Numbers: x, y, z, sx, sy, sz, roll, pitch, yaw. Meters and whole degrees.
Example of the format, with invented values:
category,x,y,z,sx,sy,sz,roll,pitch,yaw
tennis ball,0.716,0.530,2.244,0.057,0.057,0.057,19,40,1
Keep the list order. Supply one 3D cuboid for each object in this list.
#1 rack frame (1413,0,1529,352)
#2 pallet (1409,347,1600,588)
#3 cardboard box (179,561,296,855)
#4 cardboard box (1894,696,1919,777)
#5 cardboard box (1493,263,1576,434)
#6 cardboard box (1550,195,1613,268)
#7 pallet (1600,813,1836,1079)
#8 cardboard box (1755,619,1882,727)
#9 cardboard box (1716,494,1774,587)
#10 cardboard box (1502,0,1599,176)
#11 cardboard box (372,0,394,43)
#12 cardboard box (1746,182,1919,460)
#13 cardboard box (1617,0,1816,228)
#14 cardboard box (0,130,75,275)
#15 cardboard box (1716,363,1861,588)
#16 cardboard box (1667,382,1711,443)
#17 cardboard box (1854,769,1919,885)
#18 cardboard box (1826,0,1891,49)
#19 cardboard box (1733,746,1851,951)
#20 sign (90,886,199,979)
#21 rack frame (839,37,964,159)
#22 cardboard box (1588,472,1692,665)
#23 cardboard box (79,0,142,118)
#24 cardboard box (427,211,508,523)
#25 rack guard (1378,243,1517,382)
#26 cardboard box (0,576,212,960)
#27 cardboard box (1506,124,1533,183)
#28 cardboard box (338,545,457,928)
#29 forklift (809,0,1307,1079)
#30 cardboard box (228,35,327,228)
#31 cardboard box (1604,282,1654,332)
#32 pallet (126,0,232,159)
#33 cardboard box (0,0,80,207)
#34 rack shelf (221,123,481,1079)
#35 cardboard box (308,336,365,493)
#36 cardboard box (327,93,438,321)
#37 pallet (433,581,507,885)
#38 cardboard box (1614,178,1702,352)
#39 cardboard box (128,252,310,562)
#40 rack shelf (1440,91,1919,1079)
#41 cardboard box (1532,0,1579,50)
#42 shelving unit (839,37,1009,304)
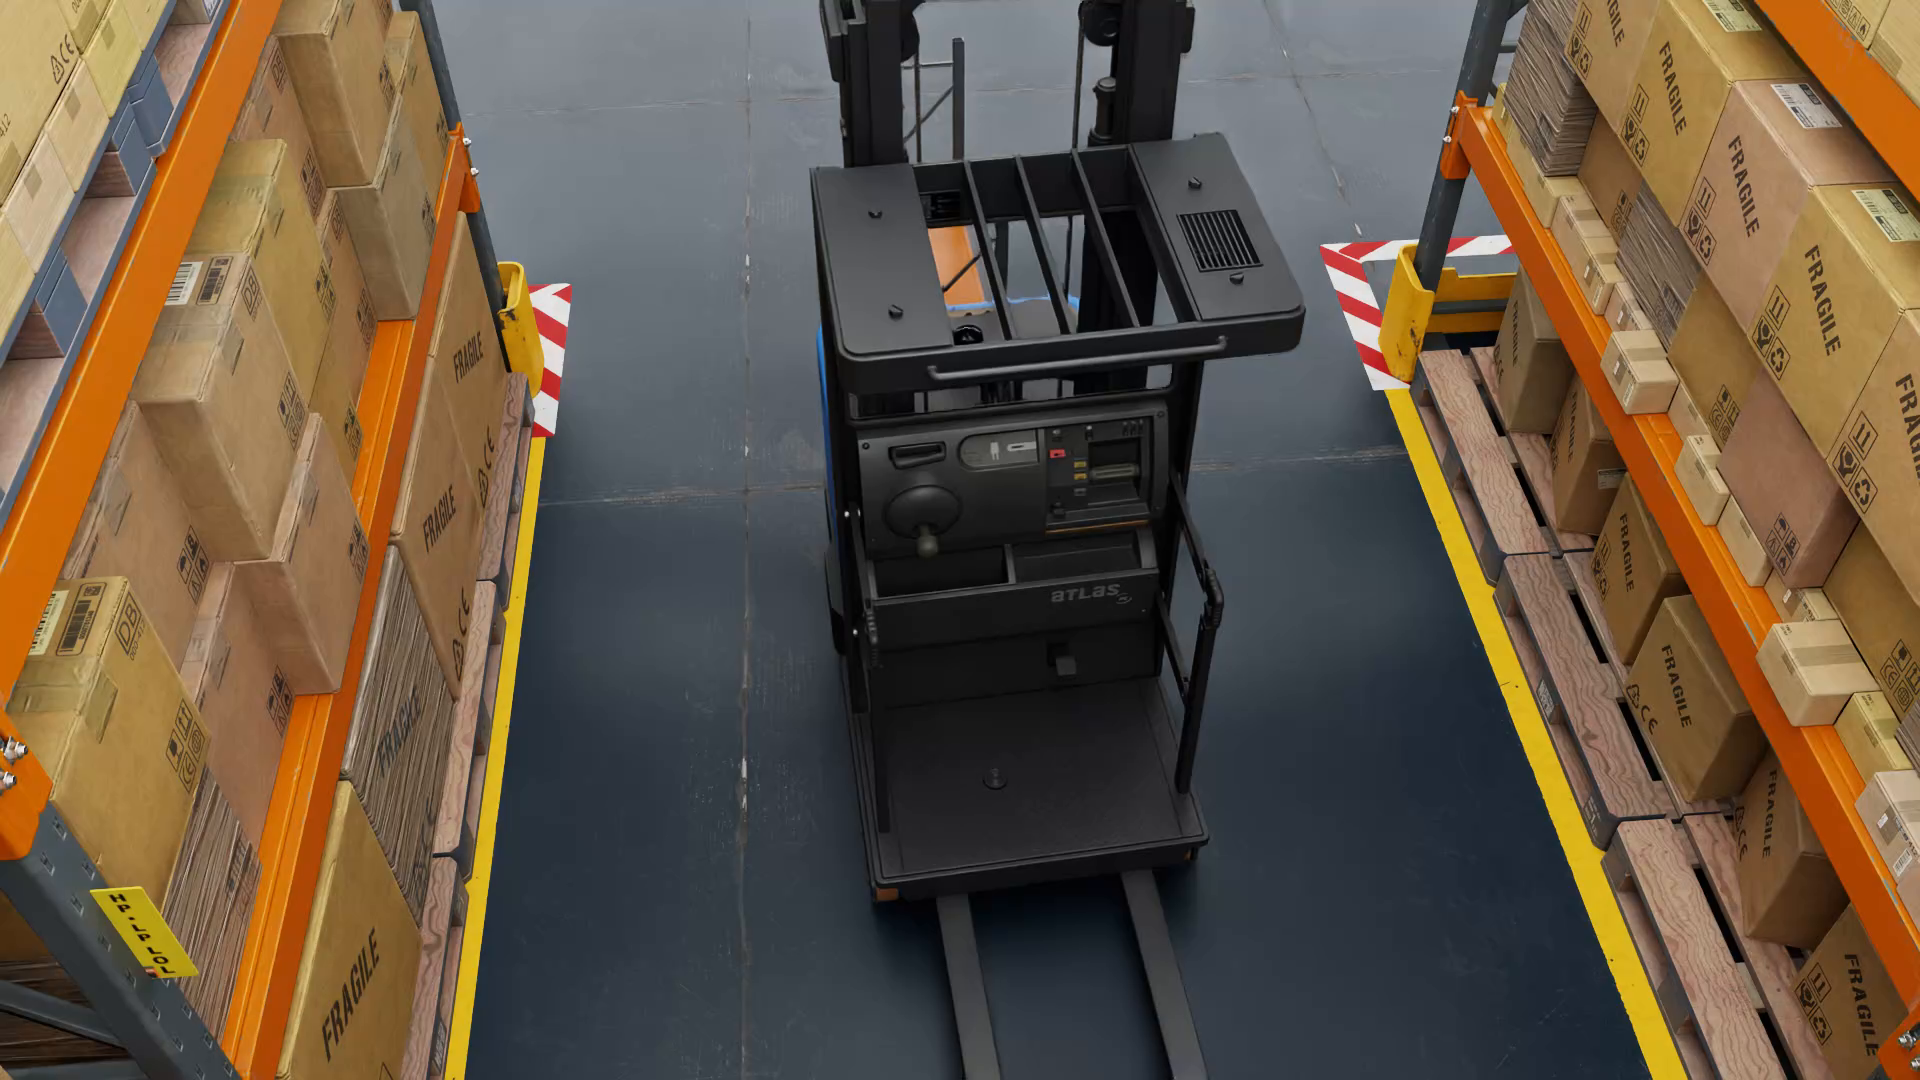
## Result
category,x,y,z,sx,sy,sz,roll,pitch,yaw
rack frame,2.498,-1.948,6.529,1.000,3.000,0.127,-3,47,-3
pallet,2.538,-0.344,6.931,1.003,0.211,1.213,-3,47,-3
cardboard box,-2.229,0.460,4.145,0.875,0.550,0.550,-3,47,-3
cardboard box,2.857,0.480,3.956,0.875,0.500,0.500,-3,47,-3
cardboard box,2.534,-0.780,6.855,0.500,0.500,0.500,4,47,4
cardboard box,2.334,-1.098,5.897,0.380,0.149,0.250,-3,47,-3
pallet,2.742,1.421,5.259,1.003,0.211,1.213,-3,47,-3
cardboard box,2.418,0.354,4.521,0.380,0.149,0.250,-3,47,-3
cardboard box,2.467,-0.013,4.869,0.380,0.149,0.250,-3,47,-3
cardboard box,2.517,-1.685,6.006,0.875,0.500,0.500,-3,47,-3
cardboard box,-2.460,-1.872,5.610,0.875,0.550,0.550,-3,47,-3
cardboard box,2.437,-0.567,4.259,0.500,0.500,0.500,-3,47,-3
cardboard box,2.351,-1.290,4.944,0.500,0.500,0.500,-3,47,-3
cardboard box,-1.852,-0.602,3.003,0.380,0.149,0.250,-4,47,-3
cardboard box,2.708,-0.240,4.637,0.875,0.500,0.500,-3,47,-3
cardboard box,2.467,-0.377,5.214,0.380,0.149,0.250,-3,47,-3
cardboard box,2.511,0.713,4.182,0.380,0.149,0.250,-3,47,-3
cardboard box,2.417,-1.456,4.100,0.500,0.250,0.500,-2,47,-2
cardboard box,2.784,0.955,5.212,0.500,0.500,0.500,10,47,9
sign,-1.578,0.763,3.218,0.100,0.325,0.005,-3,47,-3
rack frame,-0.233,-1.432,7.074,0.500,1.500,0.032,-6,47,-6
cardboard box,2.652,0.104,6.018,0.500,0.500,0.500,0,47,0
cardboard box,-1.897,-0.970,3.352,0.380,0.149,0.250,-4,47,-4
cardboard box,-2.330,-0.647,6.471,0.875,0.875,0.875,-3,47,-3
rack guard,2.505,-1.034,7.385,1.175,0.500,0.348,-3,47,-3
cardboard box,-2.114,0.482,3.380,0.875,0.550,0.550,-3,47,-3
cardboard box,2.287,-1.459,6.239,0.380,0.149,0.250,-3,47,-3
cardboard box,-2.180,0.649,5.243,0.875,0.875,0.875,-3,47,-3
forklift,0.200,-0.082,4.809,1.130,2.935,3.031,-6,47,-6
cardboard box,-2.411,-1.066,4.847,0.875,0.550,0.550,-3,47,-3
cardboard box,2.396,-0.737,5.555,0.380,0.149,0.250,-3,47,-3
pallet,-2.275,-1.300,3.910,1.003,0.211,1.213,-3,47,-3
cardboard box,-1.923,-0.823,2.937,0.500,0.250,0.500,-4,47,-4
rack shelf,-2.285,-0.025,5.204,1.077,0.370,4.000,-3,47,-3
cardboard box,-2.301,-0.315,4.879,0.875,0.550,0.500,-3,47,-3
cardboard box,-2.309,-1.109,5.631,0.875,0.550,0.550,-3,47,-3
pallet,-2.209,0.693,5.948,1.003,0.211,1.213,-3,47,-3
cardboard box,2.677,-0.966,5.326,0.875,0.500,0.500,-3,47,-3
cardboard box,-2.184,-0.308,4.128,0.875,0.550,0.550,-3,47,-3
rack shelf,2.666,-0.254,5.420,1.077,0.370,4.000,-3,47,-3
cardboard box,2.273,-2.014,5.629,0.500,0.500,0.500,-3,47,-3
shelving unit,-0.153,-1.061,6.722,0.587,1.500,1.083,-6,47,-6
